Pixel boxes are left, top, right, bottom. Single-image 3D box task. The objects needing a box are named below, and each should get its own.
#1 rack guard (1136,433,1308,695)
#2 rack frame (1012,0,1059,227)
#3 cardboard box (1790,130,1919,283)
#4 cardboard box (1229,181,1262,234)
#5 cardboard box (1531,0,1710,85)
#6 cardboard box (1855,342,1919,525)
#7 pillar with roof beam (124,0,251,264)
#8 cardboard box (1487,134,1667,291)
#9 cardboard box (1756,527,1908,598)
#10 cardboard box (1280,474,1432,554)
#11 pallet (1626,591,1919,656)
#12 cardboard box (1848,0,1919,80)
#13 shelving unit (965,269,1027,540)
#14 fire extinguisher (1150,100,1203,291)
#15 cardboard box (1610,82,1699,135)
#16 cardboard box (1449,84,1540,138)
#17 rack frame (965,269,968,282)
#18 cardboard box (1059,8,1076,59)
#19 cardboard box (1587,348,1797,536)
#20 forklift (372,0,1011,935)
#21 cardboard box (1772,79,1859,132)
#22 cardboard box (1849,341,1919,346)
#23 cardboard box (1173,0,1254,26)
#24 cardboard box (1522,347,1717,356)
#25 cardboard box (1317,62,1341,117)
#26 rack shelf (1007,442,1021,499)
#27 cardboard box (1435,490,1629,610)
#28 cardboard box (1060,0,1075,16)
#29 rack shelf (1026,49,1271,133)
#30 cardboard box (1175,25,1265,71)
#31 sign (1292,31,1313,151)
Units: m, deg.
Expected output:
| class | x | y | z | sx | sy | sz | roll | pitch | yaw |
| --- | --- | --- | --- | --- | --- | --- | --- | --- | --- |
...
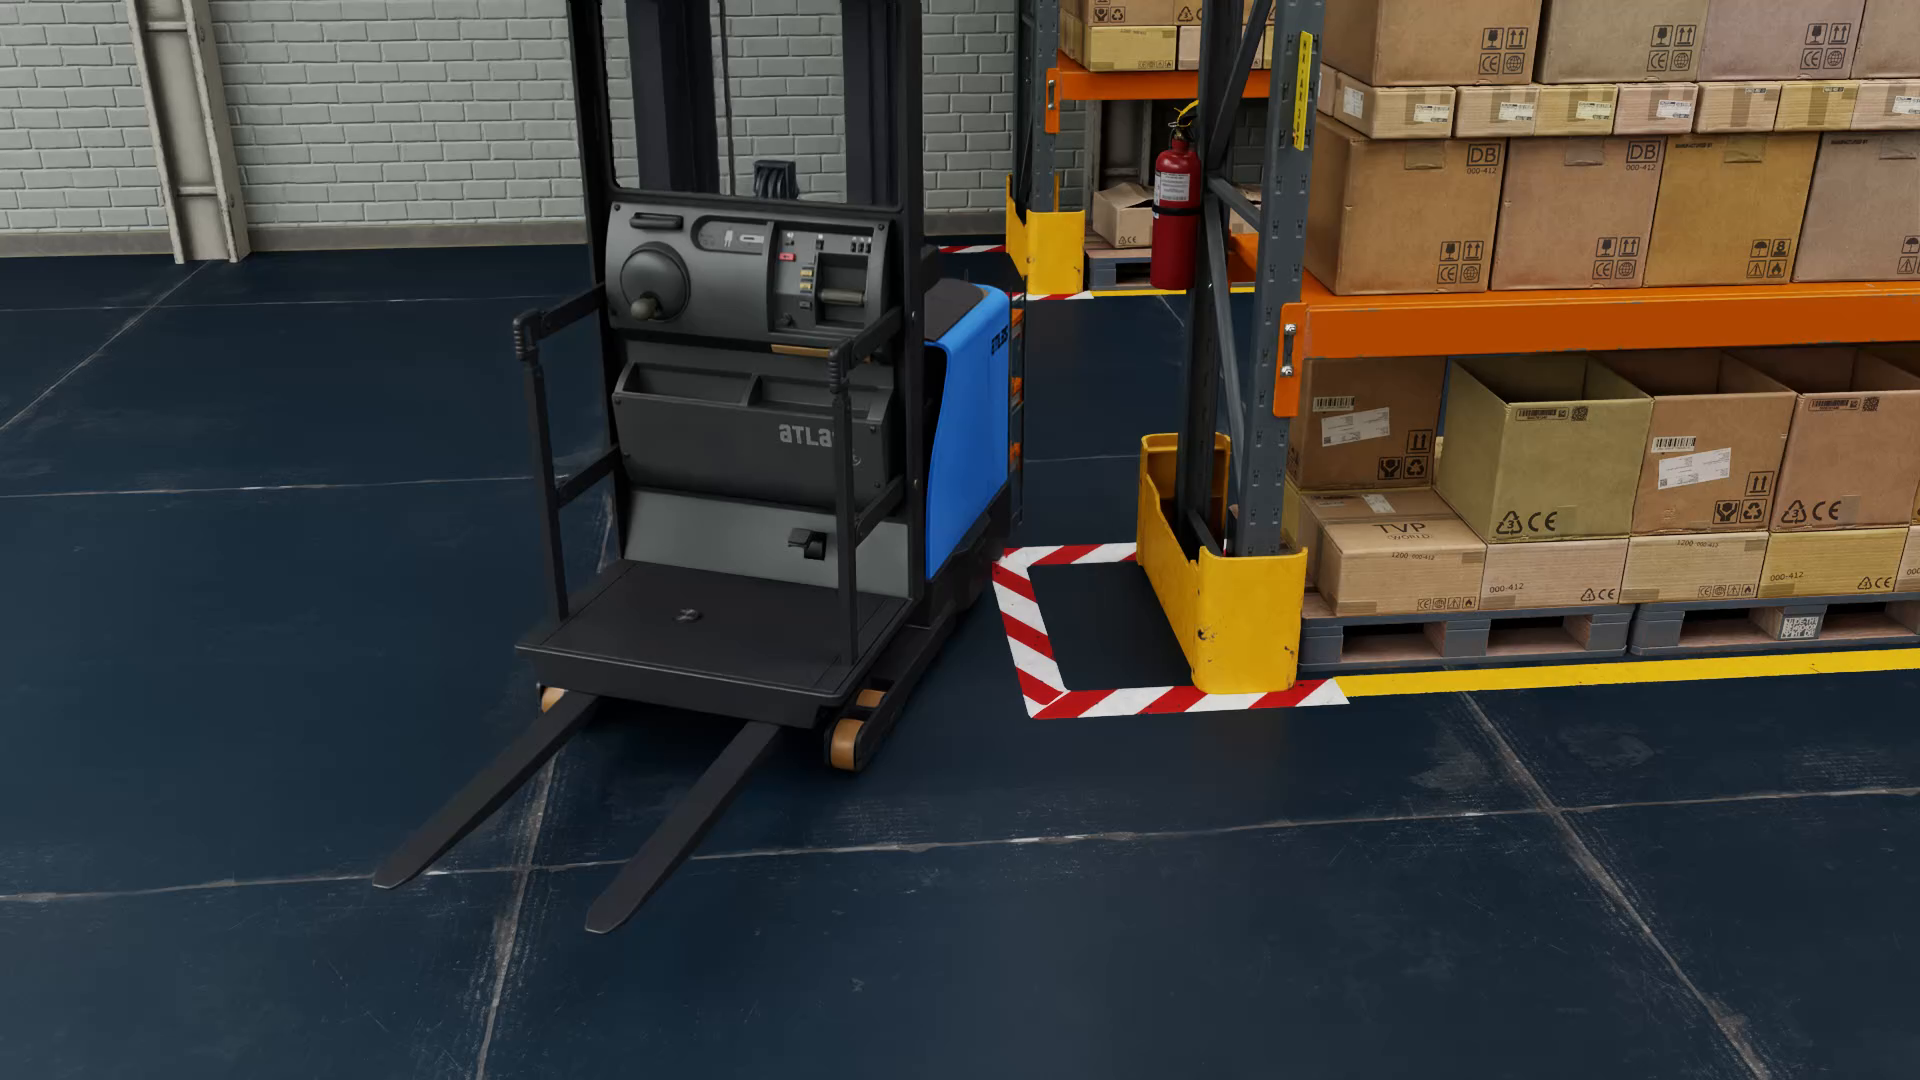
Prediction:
| class | x | y | z | sx | sy | sz | roll | pitch | yaw |
| --- | --- | --- | --- | --- | --- | --- | --- | --- | --- |
| rack guard | 0.919 | 0.050 | 6.022 | 0.348 | 0.500 | 1.175 | -2 | 24 | -5 |
| rack frame | 0.452 | -3.095 | 10.020 | 0.127 | 3.000 | 1.000 | -2 | 24 | -5 |
| cardboard box | 2.949 | -1.215 | 5.668 | 0.500 | 0.500 | 0.700 | -2 | 24 | -4 |
| cardboard box | 1.717 | -2.082 | 10.509 | 0.500 | 0.311 | 0.500 | 0 | 24 | -1 |
| cardboard box | 1.984 | -1.770 | 5.319 | 0.500 | 0.500 | 0.700 | -3 | 24 | -7 |
| cardboard box | 3.487 | -0.387 | 5.873 | 0.500 | 0.500 | 0.500 | -2 | 24 | -5 |
| pillar with roof beam | -4.484 | -4.235 | 5.198 | 0.400 | 9.000 | 9.100 | -2 | 24 | -5 |
| cardboard box | 1.931 | -1.175 | 5.578 | 0.500 | 0.500 | 0.700 | -2 | 24 | -4 |
| cardboard box | 2.991 | -0.019 | 5.968 | 0.500 | 0.250 | 0.500 | -2 | 24 | -5 |
| cardboard box | 1.447 | -0.169 | 6.306 | 0.500 | 0.250 | 0.500 | -2 | 24 | -5 |
| pallet | 2.911 | 0.086 | 6.296 | 1.213 | 0.211 | 1.003 | -2 | 24 | -5 |
| cardboard box | 2.984 | -1.811 | 5.411 | 0.500 | 0.500 | 0.700 | -2 | 24 | -5 |
| shelving unit | 0.111 | -0.534 | 6.658 | 0.252 | 1.050 | 0.215 | 8 | 25 | 18 |
| fire extinguisher | 0.779 | -1.241 | 5.944 | 0.183 | 0.674 | 0.296 | -2 | 24 | -5 |
| cardboard box | 2.117 | -1.394 | 5.271 | 0.250 | 0.149 | 0.380 | -3 | 24 | -6 |
| cardboard box | 1.617 | -1.375 | 5.230 | 0.250 | 0.149 | 0.380 | -3 | 24 | -7 |
| rack frame | -0.004 | -0.550 | 6.696 | 0.008 | 1.050 | 0.200 | 8 | 25 | 18 |
| cardboard box | 0.898 | -3.133 | 10.265 | 0.500 | 0.250 | 0.500 | -2 | 24 | -4 |
| cardboard box | 2.492 | -0.349 | 5.786 | 0.500 | 0.500 | 0.500 | -2 | 24 | -5 |
| forklift | -0.727 | -0.805 | 4.951 | 1.130 | 2.935 | 3.031 | 7 | 25 | 16 |
| cardboard box | 2.636 | -1.416 | 5.321 | 0.250 | 0.149 | 0.380 | -3 | 24 | -6 |
| cardboard box | 3.436 | -0.599 | 6.349 | 0.500 | 0.500 | 0.500 | -2 | 24 | -5 |
| cardboard box | 1.450 | -3.292 | 9.699 | 0.500 | 0.500 | 0.500 | -2 | 24 | -5 |
| cardboard box | 2.441 | -0.559 | 6.259 | 0.500 | 0.500 | 0.500 | -2 | 24 | -5 |
| cardboard box | 1.304 | -1.527 | 5.572 | 0.250 | 0.149 | 0.380 | -3 | 24 | -6 |
| rack shelf | 0.111 | -0.270 | 6.775 | 0.240 | 0.259 | 0.215 | 8 | 25 | 18 |
| cardboard box | 1.996 | 0.019 | 5.883 | 0.500 | 0.250 | 0.500 | -2 | 24 | -5 |
| cardboard box | 0.900 | -3.483 | 10.130 | 0.500 | 0.500 | 0.500 | -3 | 24 | -6 |
| rack shelf | 2.442 | -2.846 | 10.346 | 4.000 | 0.370 | 1.077 | -2 | 24 | -5 |
| cardboard box | 1.484 | -2.953 | 9.862 | 0.500 | 0.250 | 0.500 | -3 | 24 | -7 |
| sign | 0.991 | -1.300 | 4.819 | 0.005 | 0.325 | 0.100 | -2 | 24 | -5 |
